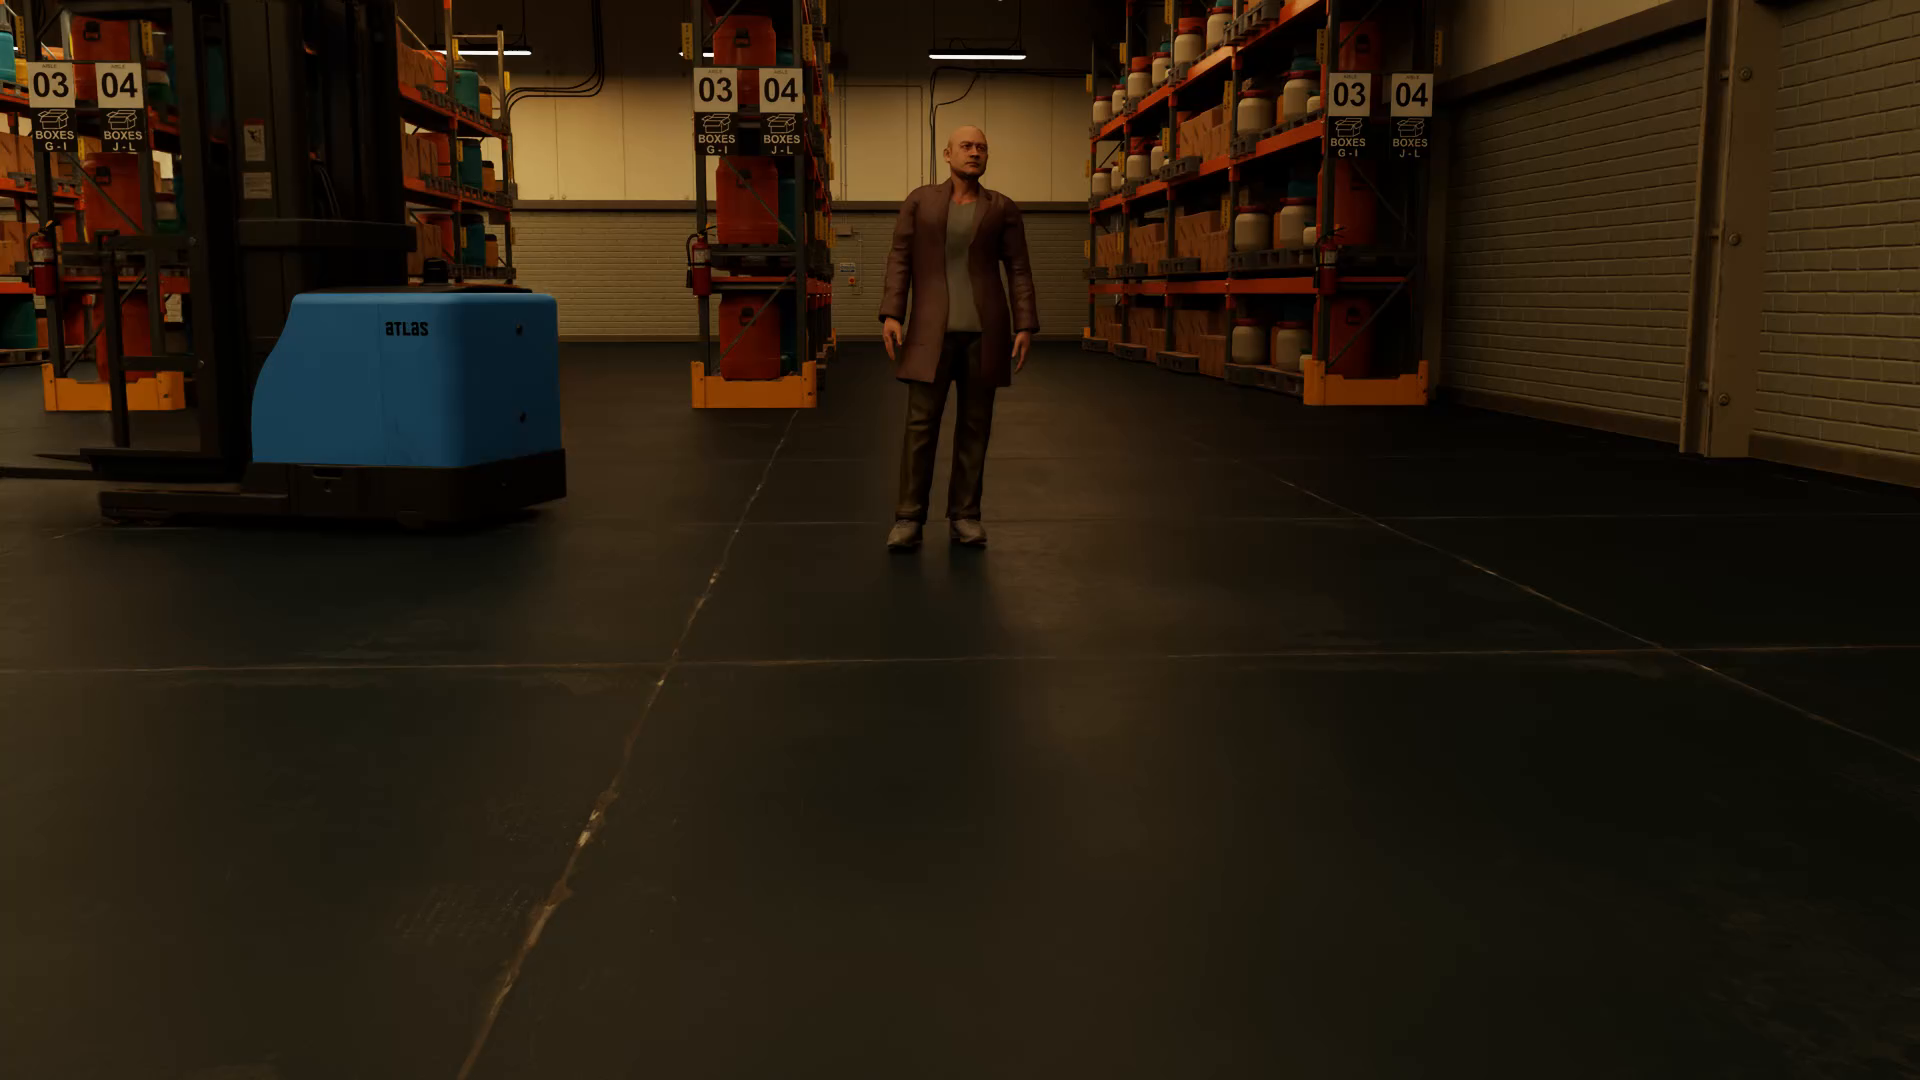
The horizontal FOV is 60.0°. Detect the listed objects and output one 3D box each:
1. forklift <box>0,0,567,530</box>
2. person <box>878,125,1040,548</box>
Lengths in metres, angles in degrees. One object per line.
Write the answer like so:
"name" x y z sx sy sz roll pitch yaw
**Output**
"forklift" -3.533 -1.587 8.019 3.031 2.935 1.130 2 9 15
"person" 0.001 -0.873 7.088 0.696 1.776 0.582 -1 8 -4
